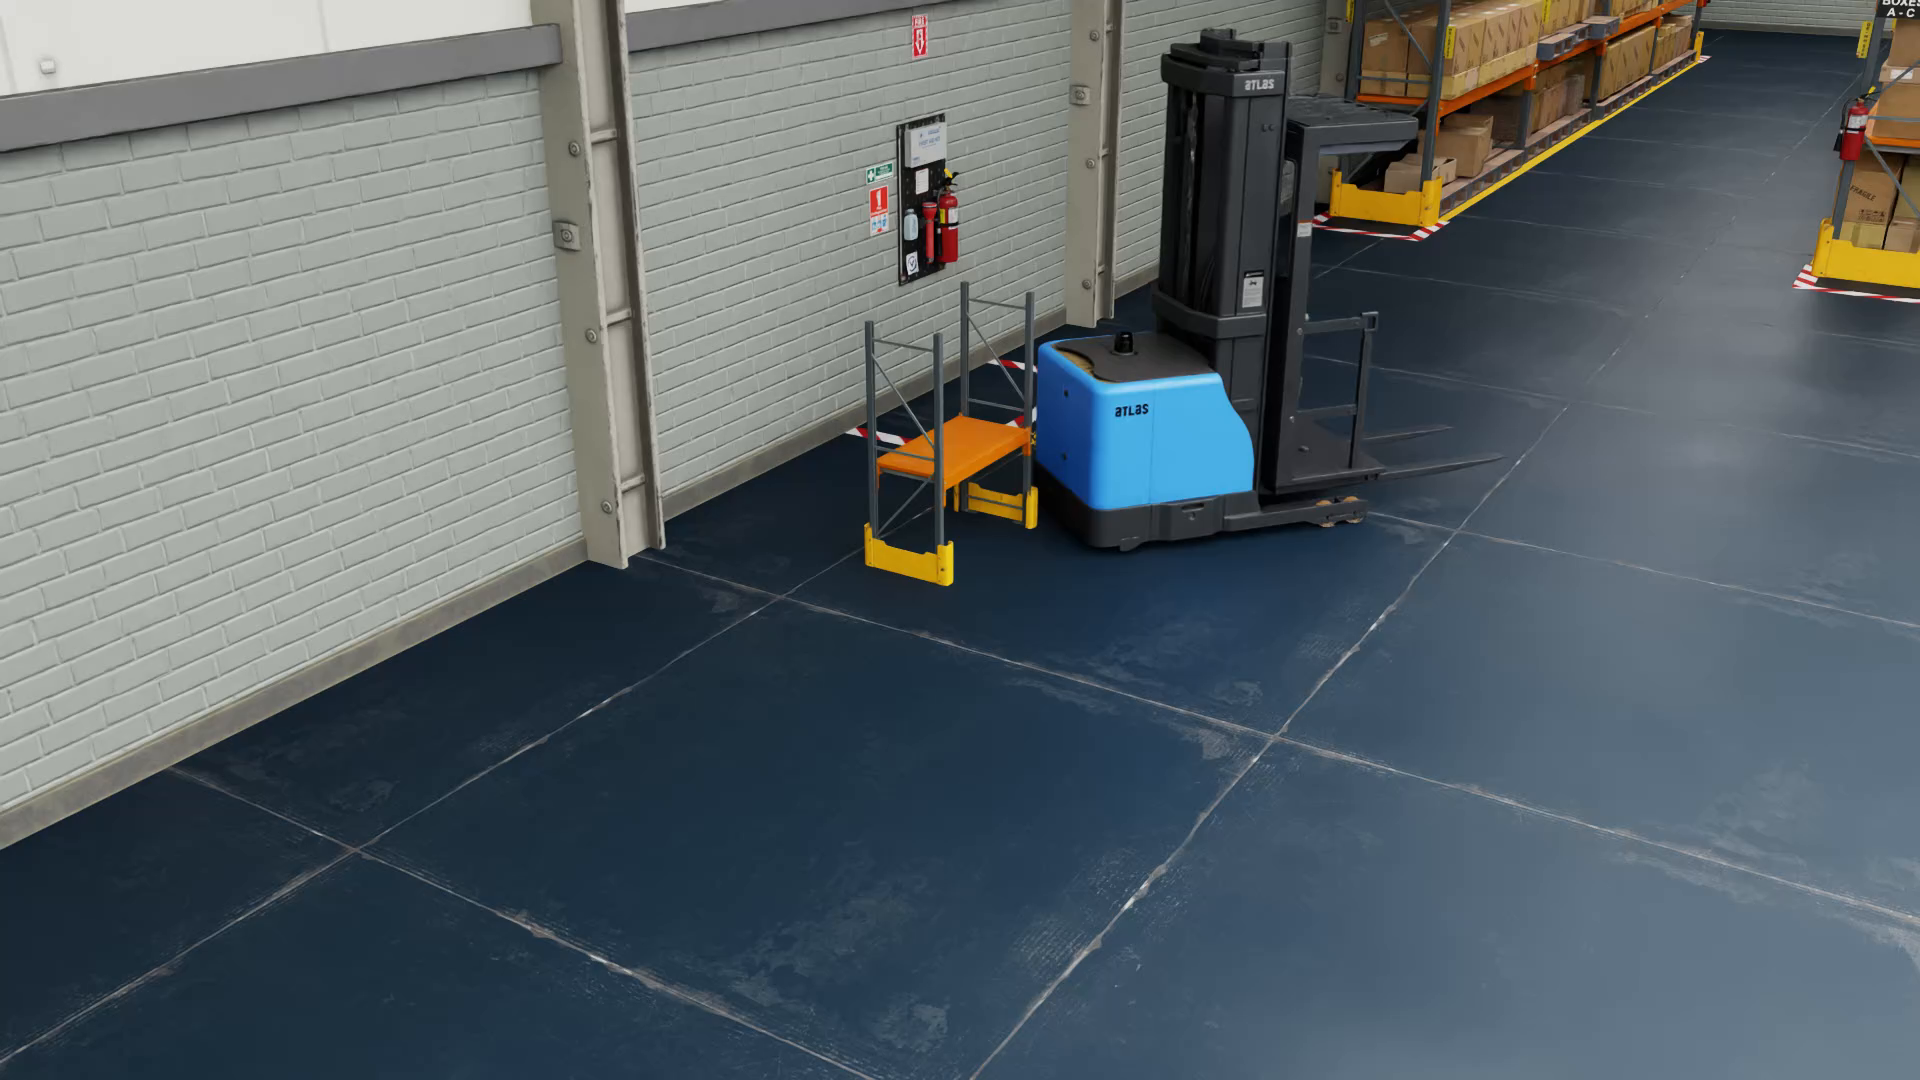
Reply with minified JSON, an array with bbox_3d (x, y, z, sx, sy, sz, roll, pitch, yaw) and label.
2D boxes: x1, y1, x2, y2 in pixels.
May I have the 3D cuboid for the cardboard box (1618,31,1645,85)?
[{"bbox_3d":[10.300,-7.643,26.307,0.750,0.750,0.750,15,27,31],"label":"cardboard box"}]

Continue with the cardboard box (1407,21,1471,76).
[{"bbox_3d":[5.177,-5.317,17.975,0.500,0.500,0.500,14,27,29],"label":"cardboard box"}]

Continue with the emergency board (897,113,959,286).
[{"bbox_3d":[-0.197,-2.500,12.250,0.194,1.169,0.643,14,27,29],"label":"emergency board"}]

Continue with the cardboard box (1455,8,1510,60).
[{"bbox_3d":[5.986,-5.831,19.164,0.500,0.500,0.500,15,27,31],"label":"cardboard box"}]

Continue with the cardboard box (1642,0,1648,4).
[{"bbox_3d":[10.437,-8.625,25.872,0.500,0.500,0.500,14,27,29],"label":"cardboard box"}]

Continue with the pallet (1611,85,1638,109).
[{"bbox_3d":[10.014,-7.015,26.188,1.003,0.211,1.213,14,27,29],"label":"pallet"}]

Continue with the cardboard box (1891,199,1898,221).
[{"bbox_3d":[9.427,-3.411,17.287,0.500,0.250,0.500,14,27,29],"label":"cardboard box"}]

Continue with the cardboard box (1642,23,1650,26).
[{"bbox_3d":[11.650,-8.818,28.646,0.380,0.149,0.250,13,27,27],"label":"cardboard box"}]

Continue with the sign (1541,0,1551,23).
[{"bbox_3d":[7.244,-6.570,20.562,0.100,0.325,0.005,14,27,29],"label":"sign"}]

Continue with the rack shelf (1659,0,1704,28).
[{"bbox_3d":[12.054,-9.329,28.930,1.077,0.370,4.000,14,27,29],"label":"rack shelf"}]

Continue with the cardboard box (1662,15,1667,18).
[{"bbox_3d":[12.454,-9.333,29.835,0.380,0.149,0.250,14,27,29],"label":"cardboard box"}]

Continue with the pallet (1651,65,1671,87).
[{"bbox_3d":[11.467,-7.945,28.336,1.003,0.211,1.213,14,27,29],"label":"pallet"}]

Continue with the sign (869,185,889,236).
[{"bbox_3d":[-0.576,-2.352,11.862,0.001,0.329,0.234,14,27,29],"label":"sign"}]

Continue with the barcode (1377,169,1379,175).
[{"bbox_3d":[4.781,-4.211,19.020,0.001,0.075,0.075,14,27,29],"label":"barcode"}]

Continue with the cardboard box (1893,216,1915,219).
[{"bbox_3d":[9.612,-3.132,16.641,0.500,0.250,0.500,14,27,29],"label":"cardboard box"}]

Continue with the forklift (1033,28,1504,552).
[{"bbox_3d":[2.046,-1.614,10.289,3.031,2.935,1.130,-8,25,-17],"label":"forklift"}]

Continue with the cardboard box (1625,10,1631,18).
[{"bbox_3d":[10.060,-8.111,25.500,0.380,0.149,0.250,14,27,29],"label":"cardboard box"}]

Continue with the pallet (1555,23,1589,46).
[{"bbox_3d":[7.880,-6.869,22.584,1.003,0.211,1.213,14,27,29],"label":"pallet"}]

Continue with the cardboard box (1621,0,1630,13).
[{"bbox_3d":[9.647,-8.111,24.684,0.500,0.500,0.500,15,28,31],"label":"cardboard box"}]

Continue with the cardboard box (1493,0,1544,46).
[{"bbox_3d":[6.793,-6.344,20.349,0.500,0.500,0.500,14,27,29],"label":"cardboard box"}]

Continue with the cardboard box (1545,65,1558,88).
[{"bbox_3d":[7.933,-6.425,22.965,0.500,0.250,0.500,14,27,29],"label":"cardboard box"}]

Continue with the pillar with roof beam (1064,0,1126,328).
[{"bbox_3d":[4.796,-5.177,10.883,9.100,9.000,0.400,14,27,29],"label":"pillar with roof beam"}]

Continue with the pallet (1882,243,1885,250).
[{"bbox_3d":[9.248,-2.884,16.647,1.003,0.211,1.213,14,27,29],"label":"pallet"}]

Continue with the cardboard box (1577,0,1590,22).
[{"bbox_3d":[8.378,-7.527,23.181,0.700,0.500,0.500,11,26,24],"label":"cardboard box"}]

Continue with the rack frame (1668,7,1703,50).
[{"bbox_3d":[13.109,-10.334,30.346,1.000,3.000,0.127,14,27,29],"label":"rack frame"}]

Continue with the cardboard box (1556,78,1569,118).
[{"bbox_3d":[8.183,-6.285,23.586,0.700,0.500,0.500,14,27,29],"label":"cardboard box"}]

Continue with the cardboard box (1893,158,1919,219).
[{"bbox_3d":[9.614,-3.476,16.492,0.500,0.500,0.500,14,27,29],"label":"cardboard box"}]

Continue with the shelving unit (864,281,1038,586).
[{"bbox_3d":[-0.040,-0.663,9.893,0.587,1.500,1.083,14,27,29],"label":"shelving unit"}]

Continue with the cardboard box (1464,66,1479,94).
[{"bbox_3d":[5.458,-5.151,18.536,0.500,0.250,0.500,13,27,27],"label":"cardboard box"}]

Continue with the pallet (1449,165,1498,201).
[{"bbox_3d":[5.812,-4.357,20.049,1.003,0.211,1.213,14,27,29],"label":"pallet"}]

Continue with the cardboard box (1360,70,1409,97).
[{"bbox_3d":[4.751,-5.073,18.356,0.500,0.250,0.500,14,27,30],"label":"cardboard box"}]

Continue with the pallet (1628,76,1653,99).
[{"bbox_3d":[10.656,-7.428,27.143,1.003,0.211,1.213,14,27,29],"label":"pallet"}]

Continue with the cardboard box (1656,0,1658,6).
[{"bbox_3d":[11.061,-8.705,26.873,0.380,0.149,0.250,14,27,29],"label":"cardboard box"}]

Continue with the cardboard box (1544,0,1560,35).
[{"bbox_3d":[7.378,-6.884,21.695,0.700,0.500,0.500,17,29,34],"label":"cardboard box"}]

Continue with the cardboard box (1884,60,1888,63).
[{"bbox_3d":[9.056,-4.498,15.923,0.380,0.149,0.250,15,27,30],"label":"cardboard box"}]

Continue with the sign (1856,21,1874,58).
[{"bbox_3d":[8.426,-4.656,15.473,0.100,0.325,0.005,14,27,29],"label":"sign"}]

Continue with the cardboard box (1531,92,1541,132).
[{"bbox_3d":[7.383,-5.776,22.408,0.700,0.500,0.500,13,27,28],"label":"cardboard box"}]

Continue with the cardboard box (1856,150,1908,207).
[{"bbox_3d":[9.425,-3.756,17.139,0.500,0.500,0.500,14,27,29],"label":"cardboard box"}]

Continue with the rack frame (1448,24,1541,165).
[{"bbox_3d":[6.779,-6.284,20.990,1.000,3.000,0.127,14,27,29],"label":"rack frame"}]

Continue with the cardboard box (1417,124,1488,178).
[{"bbox_3d":[5.841,-4.633,19.769,0.700,0.500,0.500,12,26,26],"label":"cardboard box"}]

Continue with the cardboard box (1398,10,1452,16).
[{"bbox_3d":[5.280,-5.765,19.012,0.500,0.500,0.500,13,27,28],"label":"cardboard box"}]

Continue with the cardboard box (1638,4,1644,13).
[{"bbox_3d":[10.499,-8.366,26.092,0.380,0.149,0.250,14,27,29],"label":"cardboard box"}]

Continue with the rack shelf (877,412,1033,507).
[{"bbox_3d":[-0.045,-0.494,9.957,0.538,0.185,1.000,14,27,29],"label":"rack shelf"}]

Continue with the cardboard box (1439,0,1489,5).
[{"bbox_3d":[6.078,-6.280,20.200,0.500,0.500,0.500,14,27,29],"label":"cardboard box"}]

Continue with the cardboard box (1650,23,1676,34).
[{"bbox_3d":[12.092,-8.812,28.631,0.380,0.149,0.250,13,27,27],"label":"cardboard box"}]

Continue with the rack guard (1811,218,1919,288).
[{"bbox_3d":[8.867,-2.742,15.954,1.175,0.500,0.348,14,27,29],"label":"rack guard"}]

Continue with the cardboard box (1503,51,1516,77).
[{"bbox_3d":[6.265,-5.662,19.716,0.500,0.250,0.500,14,27,29],"label":"cardboard box"}]

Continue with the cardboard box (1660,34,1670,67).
[{"bbox_3d":[11.749,-8.430,28.564,0.700,0.500,0.500,14,27,28],"label":"cardboard box"}]

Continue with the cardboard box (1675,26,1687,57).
[{"bbox_3d":[12.561,-8.954,29.775,0.700,0.500,0.500,14,27,29],"label":"cardboard box"}]

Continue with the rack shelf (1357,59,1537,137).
[{"bbox_3d":[5.724,-5.279,19.574,1.077,0.370,4.000,14,27,29],"label":"rack shelf"}]
